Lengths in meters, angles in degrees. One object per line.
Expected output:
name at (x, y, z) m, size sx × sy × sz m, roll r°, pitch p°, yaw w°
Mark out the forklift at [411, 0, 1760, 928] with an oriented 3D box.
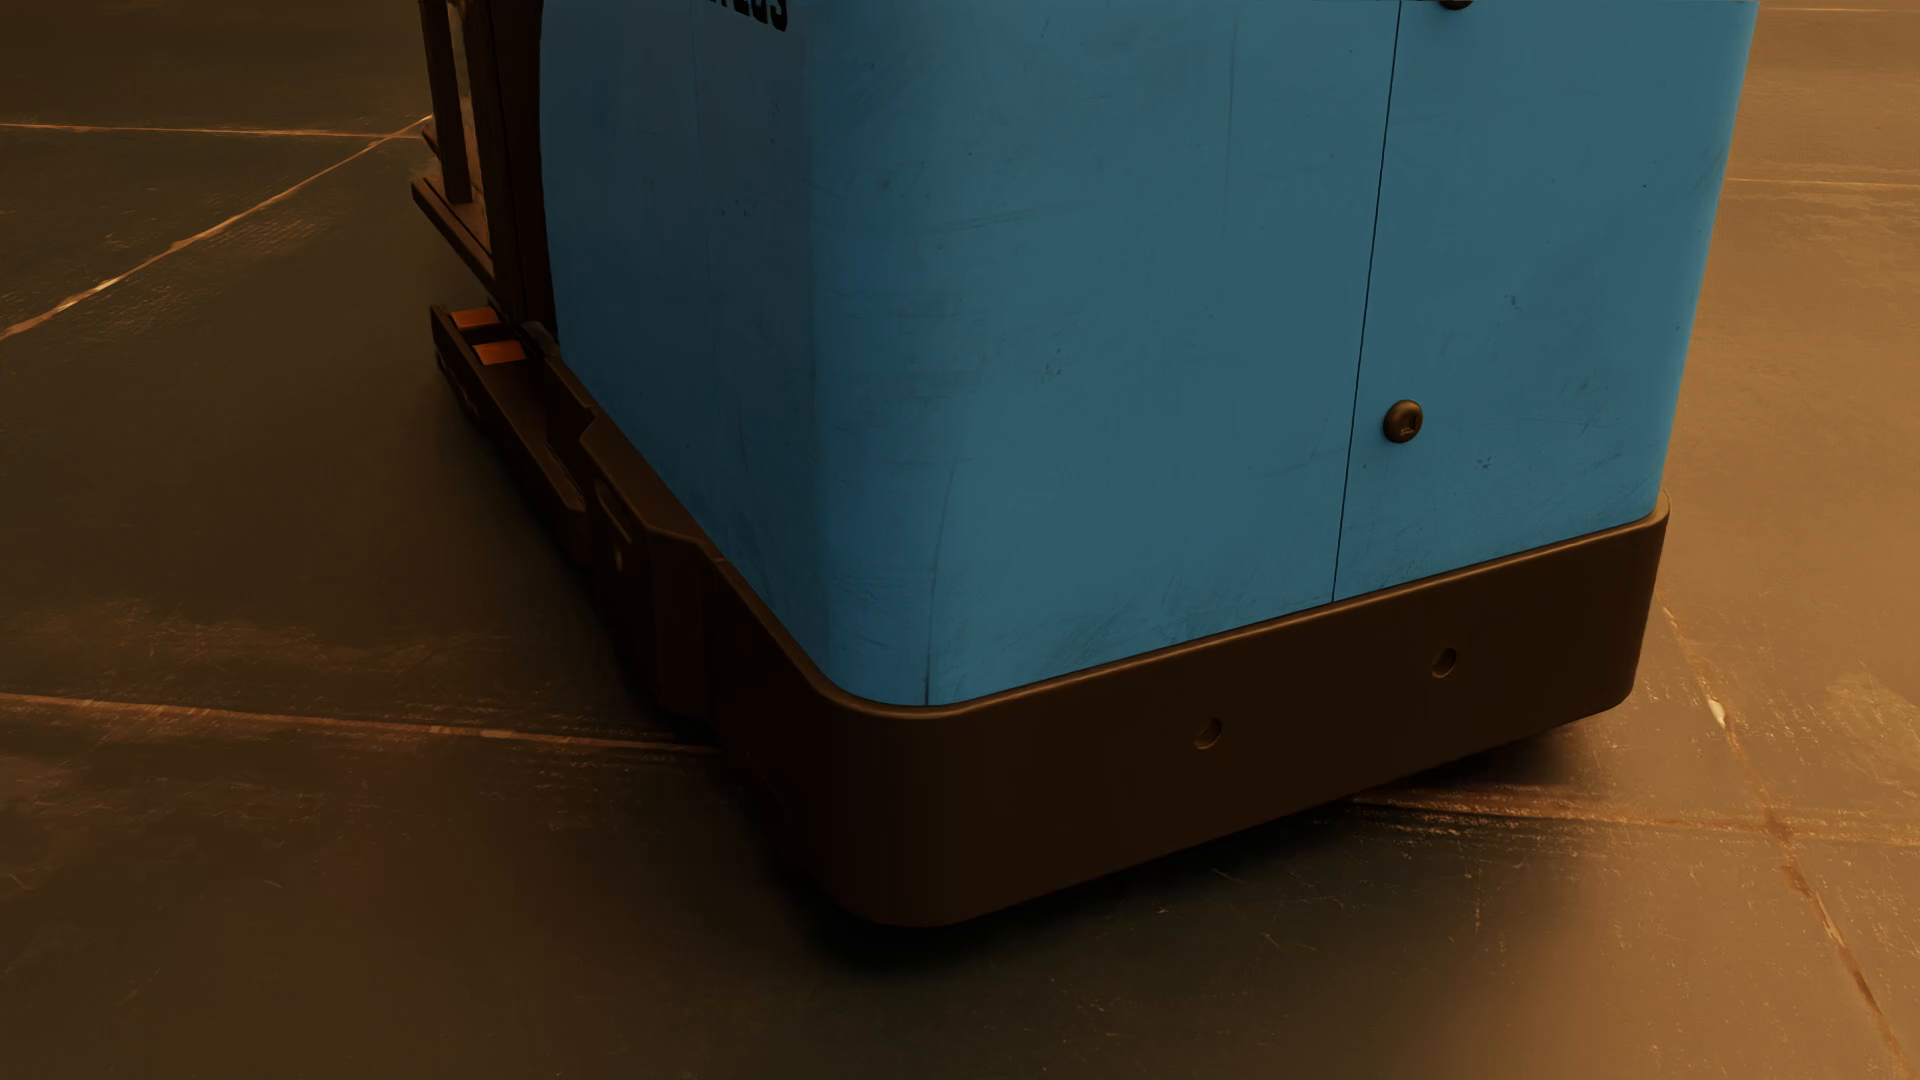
forklift at (-0.301, -1.568, 2.359) m, size 1.130 × 2.935 × 3.031 m, roll -13°, pitch 29°, yaw -24°
